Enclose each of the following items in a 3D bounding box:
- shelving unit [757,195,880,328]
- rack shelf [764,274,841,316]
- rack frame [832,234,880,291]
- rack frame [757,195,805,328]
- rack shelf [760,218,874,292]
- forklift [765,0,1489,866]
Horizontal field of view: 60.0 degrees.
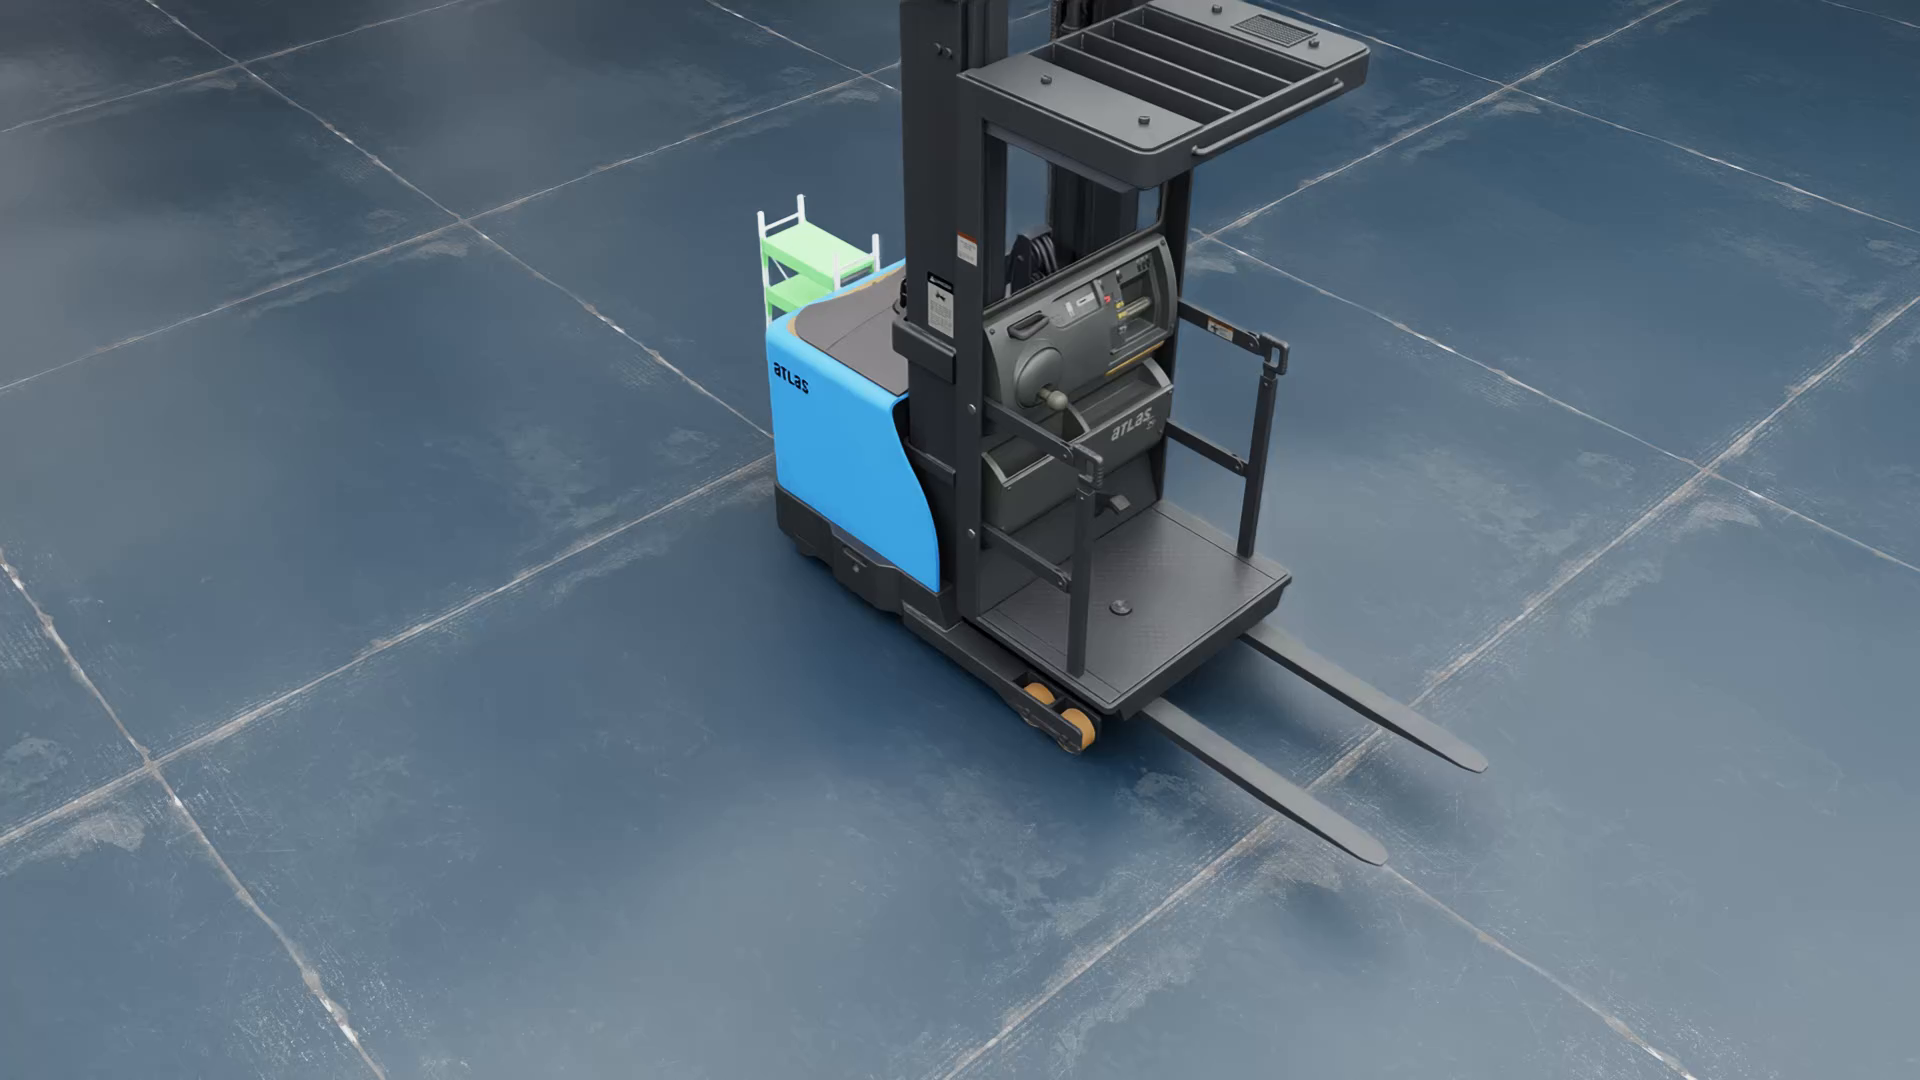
[{"bbox_3d":[-0.600,-0.862,7.362,0.258,1.200,0.503,-31,48,-33],"label":"shelving unit"},{"bbox_3d":[-0.600,-0.999,7.251,0.258,0.148,0.480,-31,48,-33],"label":"rack shelf"},{"bbox_3d":[-0.430,-0.751,7.225,0.240,1.200,0.015,-31,48,-33],"label":"rack frame"},{"bbox_3d":[-0.769,-0.972,7.499,0.240,1.200,0.015,-31,48,-33],"label":"rack frame"},{"bbox_3d":[-0.600,-1.185,7.101,0.258,0.148,0.480,-31,48,-33],"label":"rack shelf"},{"bbox_3d":[0.591,-0.709,5.795,1.130,2.935,3.031,-31,48,-33],"label":"forklift"}]
